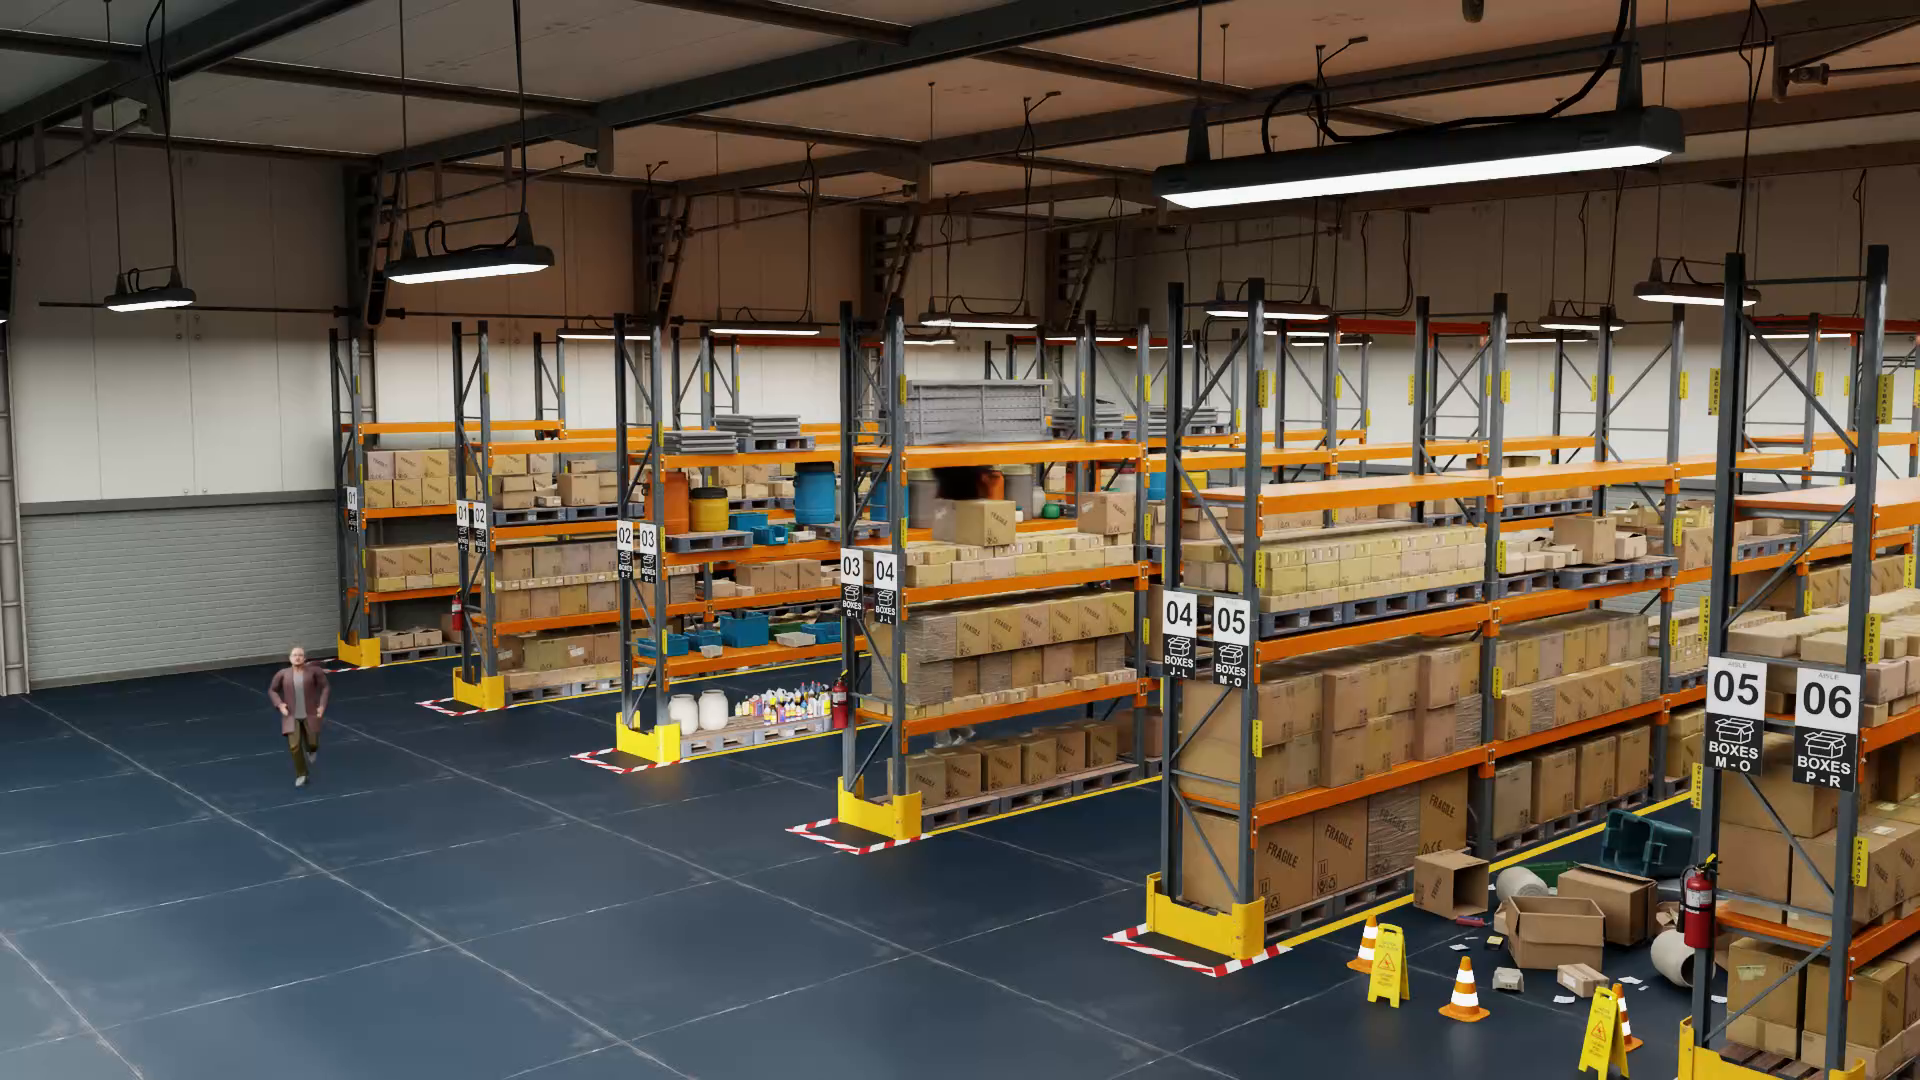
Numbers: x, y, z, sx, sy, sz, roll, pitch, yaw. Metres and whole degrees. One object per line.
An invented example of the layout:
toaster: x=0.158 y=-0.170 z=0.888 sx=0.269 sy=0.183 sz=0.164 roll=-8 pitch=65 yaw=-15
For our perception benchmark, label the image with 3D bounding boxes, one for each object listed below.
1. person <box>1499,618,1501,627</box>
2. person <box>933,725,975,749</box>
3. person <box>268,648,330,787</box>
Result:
person: x=7.909 y=1.921 z=24.647 sx=1.086 sy=1.685 sz=0.574 roll=-5 pitch=7 yaw=-41
person: x=-0.095 y=1.950 z=22.022 sx=0.893 sy=1.680 sz=0.736 roll=-5 pitch=8 yaw=-42
person: x=-8.407 y=2.224 z=21.183 sx=0.741 sy=1.734 sz=0.711 roll=-2 pitch=6 yaw=-23
